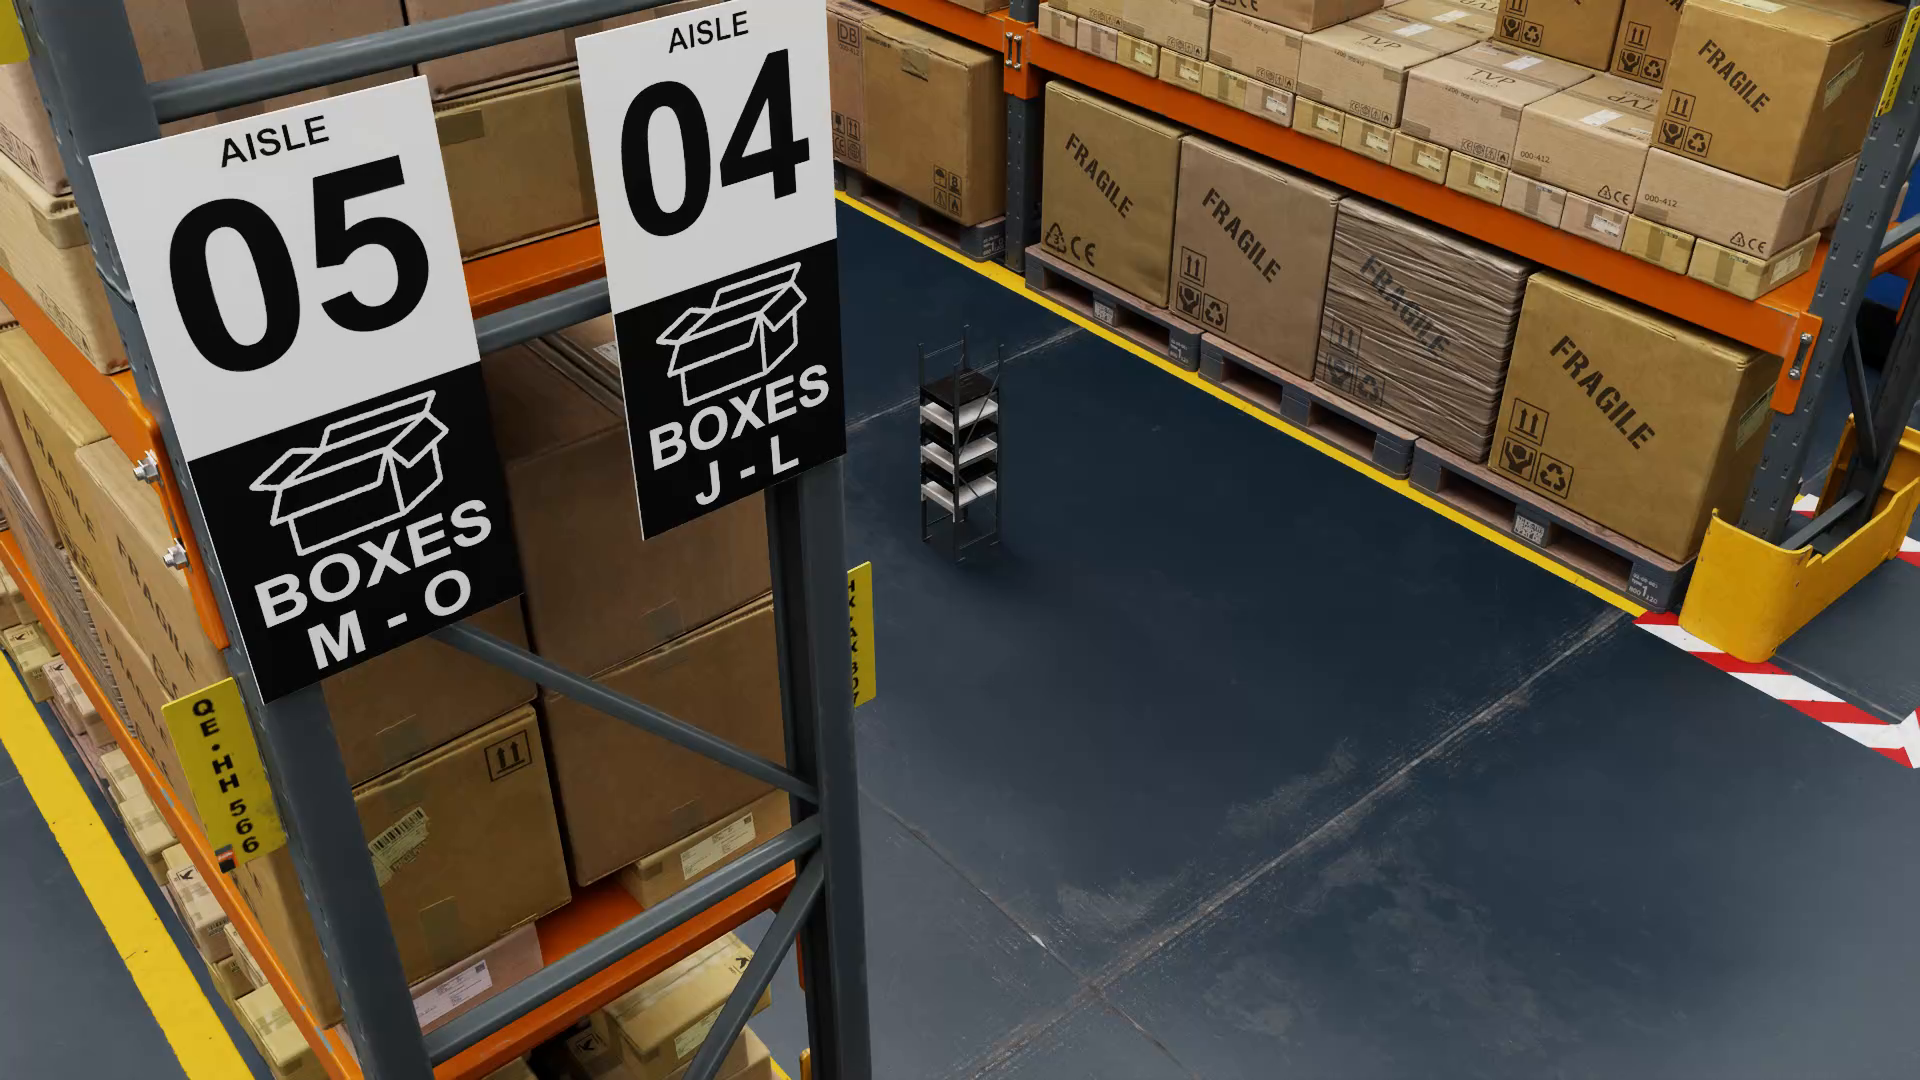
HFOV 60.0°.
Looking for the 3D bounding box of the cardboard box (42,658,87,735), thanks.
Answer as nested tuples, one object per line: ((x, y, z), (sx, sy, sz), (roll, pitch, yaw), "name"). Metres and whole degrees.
((-2.838, 0.461, 5.607), (0.380, 0.149, 0.250), (-26, 43, -32), "cardboard box")

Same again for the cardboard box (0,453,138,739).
((-1.768, 0.032, 3.765), (0.500, 0.500, 0.500), (-26, 43, -32), "cardboard box")

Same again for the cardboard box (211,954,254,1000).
((-1.857, 1.038, 4.535), (0.380, 0.149, 0.250), (-25, 42, -31), "cardboard box")

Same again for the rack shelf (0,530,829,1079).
((-1.909, 0.157, 4.555), (1.077, 0.370, 4.000), (-26, 43, -32), "rack shelf")

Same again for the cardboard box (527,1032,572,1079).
((-0.943, 1.303, 4.418), (0.380, 0.149, 0.250), (-26, 43, -32), "cardboard box")

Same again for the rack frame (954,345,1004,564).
((0.071, -0.319, 6.421), (0.240, 0.900, 0.006), (-26, 43, -32), "rack frame")

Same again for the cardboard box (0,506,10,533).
((-2.450, -0.417, 4.400), (0.500, 0.500, 0.500), (-27, 43, -33), "cardboard box")

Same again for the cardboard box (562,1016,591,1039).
((-0.894, 1.148, 4.379), (0.380, 0.149, 0.250), (-26, 43, -32), "cardboard box")

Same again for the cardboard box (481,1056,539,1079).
((-1.153, 1.357, 3.828), (0.380, 0.149, 0.250), (-25, 43, -31), "cardboard box")

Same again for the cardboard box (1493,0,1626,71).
((2.471, -2.185, 6.463), (0.500, 0.500, 0.500), (-27, 44, -33), "cardboard box")

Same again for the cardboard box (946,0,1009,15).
((0.144, -2.970, 8.262), (0.500, 0.500, 0.500), (-26, 43, -32), "cardboard box")

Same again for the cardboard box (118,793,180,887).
((-2.208, 0.807, 4.861), (0.380, 0.149, 0.250), (-26, 43, -31), "cardboard box")

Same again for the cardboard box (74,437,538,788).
((-1.103, 0.067, 2.851), (0.500, 0.500, 0.500), (-27, 43, -33), "cardboard box")

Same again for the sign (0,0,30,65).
((-1.055, -0.641, 1.698), (0.100, 0.325, 0.005), (-26, 43, -32), "sign")

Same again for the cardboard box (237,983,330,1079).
((-1.536, 1.157, 4.109), (0.380, 0.149, 0.250), (-27, 43, -33), "cardboard box")

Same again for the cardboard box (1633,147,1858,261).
((2.721, -1.234, 5.769), (0.500, 0.250, 0.500), (-27, 43, -32), "cardboard box")

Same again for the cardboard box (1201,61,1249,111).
((1.268, -2.007, 7.206), (0.380, 0.149, 0.250), (-27, 43, -32), "cardboard box")

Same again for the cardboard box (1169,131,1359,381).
((1.600, -1.410, 7.621), (0.875, 0.875, 0.875), (-26, 43, -32), "cardboard box")

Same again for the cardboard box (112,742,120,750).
((-2.462, 0.553, 5.219), (0.380, 0.149, 0.250), (-24, 42, -30), "cardboard box")

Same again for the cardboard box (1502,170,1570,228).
((2.263, -1.327, 6.246), (0.380, 0.149, 0.250), (-25, 42, -31), "cardboard box")

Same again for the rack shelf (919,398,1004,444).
((0.005, -0.483, 6.400), (0.258, 0.077, 0.200), (-26, 43, -32), "rack shelf")

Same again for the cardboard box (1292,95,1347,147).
((1.599, -1.780, 6.885), (0.380, 0.149, 0.250), (-27, 44, -33), "cardboard box")

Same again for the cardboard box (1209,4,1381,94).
((1.414, -2.132, 7.037), (0.500, 0.250, 0.500), (-25, 42, -31), "cardboard box")

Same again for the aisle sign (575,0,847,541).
((-0.342, -0.394, 2.462), (0.394, 0.787, 0.004), (-26, 43, -32), "aisle sign")

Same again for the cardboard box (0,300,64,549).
((-1.773, -0.383, 3.486), (0.500, 0.500, 0.500), (-24, 42, -30), "cardboard box")

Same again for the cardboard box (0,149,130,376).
((-1.114, -0.518, 2.421), (0.500, 0.250, 0.500), (-27, 43, -33), "cardboard box")

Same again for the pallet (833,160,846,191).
((-0.692, -2.538, 10.151), (1.003, 0.211, 1.213), (-26, 43, -32), "pallet")

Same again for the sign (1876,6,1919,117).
((2.813, -1.432, 4.969), (0.100, 0.325, 0.005), (-26, 43, -32), "sign")

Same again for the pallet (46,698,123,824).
((-2.739, 0.402, 6.000), (1.003, 0.211, 1.213), (-26, 43, -32), "pallet")

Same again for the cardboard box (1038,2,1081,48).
((0.592, -2.468, 7.856), (0.380, 0.149, 0.250), (-26, 43, -32), "cardboard box")

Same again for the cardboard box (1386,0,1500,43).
((2.130, -2.110, 7.007), (0.500, 0.250, 0.500), (-27, 43, -33), "cardboard box")

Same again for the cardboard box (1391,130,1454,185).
((1.927, -1.555, 6.568), (0.380, 0.149, 0.250), (-26, 43, -32), "cardboard box")

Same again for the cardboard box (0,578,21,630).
((-3.210, 0.131, 5.816), (0.380, 0.149, 0.250), (-24, 42, -30), "cardboard box")

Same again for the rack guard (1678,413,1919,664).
((3.252, -0.028, 6.357), (1.175, 0.500, 0.348), (-26, 43, -32), "rack guard")

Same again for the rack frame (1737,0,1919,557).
((3.236, -1.059, 5.650), (1.000, 3.000, 0.127), (-26, 43, -32), "rack frame")

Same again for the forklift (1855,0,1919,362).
((4.072, -2.733, 8.074), (1.130, 2.935, 3.031), (-23, 41, -29), "forklift")

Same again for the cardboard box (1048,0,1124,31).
((0.758, -2.580, 7.670), (0.500, 0.250, 0.500), (-27, 43, -33), "cardboard box")

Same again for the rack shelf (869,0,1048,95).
((-0.636, -3.414, 9.598), (1.077, 0.370, 4.000), (-26, 43, -32), "rack shelf")

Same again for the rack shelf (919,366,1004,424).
((0.005, -0.557, 6.348), (0.258, 0.077, 0.200), (-26, 43, -32), "rack shelf")

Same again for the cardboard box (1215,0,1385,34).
((1.420, -2.436, 6.818), (0.500, 0.500, 0.500), (-28, 44, -33), "cardboard box")

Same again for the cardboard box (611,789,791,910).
((-0.577, 0.584, 3.548), (0.380, 0.149, 0.250), (-26, 43, -32), "cardboard box")

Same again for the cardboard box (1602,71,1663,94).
((2.792, -1.659, 6.369), (0.500, 0.250, 0.500), (-27, 43, -32), "cardboard box")

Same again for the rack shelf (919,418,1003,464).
((0.005, -0.410, 6.452), (0.258, 0.077, 0.200), (-26, 43, -32), "rack shelf")

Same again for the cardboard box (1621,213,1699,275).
((2.586, -1.105, 5.932), (0.380, 0.149, 0.250), (-26, 43, -31), "cardboard box")

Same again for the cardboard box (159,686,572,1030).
((-1.105, 0.482, 3.130), (0.500, 0.500, 0.500), (-25, 42, -31), "cardboard box")

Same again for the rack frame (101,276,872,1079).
((-0.618, 0.747, 3.100), (1.000, 3.000, 0.127), (-26, 43, -32), "rack frame")

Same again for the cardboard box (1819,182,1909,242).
((3.259, -1.236, 6.117), (0.380, 0.149, 0.250), (-25, 43, -31), "cardboard box")

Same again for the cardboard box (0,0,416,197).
((-1.110, -0.729, 2.286), (0.500, 0.250, 0.500), (-27, 44, -33), "cardboard box")

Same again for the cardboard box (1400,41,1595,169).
((2.065, -1.683, 6.403), (0.500, 0.250, 0.500), (-28, 44, -33), "cardboard box")

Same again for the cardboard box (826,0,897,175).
((-0.351, -2.798, 9.581), (1.225, 0.875, 0.875), (-28, 44, -33), "cardboard box")

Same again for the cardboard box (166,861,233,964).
((-1.870, 0.922, 4.442), (0.380, 0.149, 0.250), (-24, 42, -30), "cardboard box")

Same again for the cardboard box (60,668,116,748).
((-2.514, 0.446, 5.114), (0.380, 0.149, 0.250), (-25, 42, -31), "cardboard box")

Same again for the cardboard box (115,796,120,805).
((-2.341, 0.811, 5.113), (0.380, 0.149, 0.250), (-27, 44, -33), "cardboard box")

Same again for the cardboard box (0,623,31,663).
((-3.210, 0.253, 5.900), (0.380, 0.149, 0.250), (-28, 44, -34), "cardboard box")

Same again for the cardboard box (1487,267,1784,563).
((2.762, -0.616, 6.499), (0.875, 0.875, 0.875), (-26, 43, -32), "cardboard box")

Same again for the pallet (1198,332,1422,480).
((1.877, -0.783, 7.673), (1.003, 0.211, 1.213), (-26, 43, -32), "pallet")

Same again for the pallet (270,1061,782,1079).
((-1.164, 1.479, 4.479), (1.003, 0.211, 1.213), (-26, 43, -32), "pallet")

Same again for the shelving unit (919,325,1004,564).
((0.005, -0.364, 6.485), (0.258, 0.900, 0.210), (-26, 43, -32), "shelving unit")

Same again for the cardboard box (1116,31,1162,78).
((0.932, -2.236, 7.529), (0.380, 0.149, 0.250), (-25, 42, -30), "cardboard box")
